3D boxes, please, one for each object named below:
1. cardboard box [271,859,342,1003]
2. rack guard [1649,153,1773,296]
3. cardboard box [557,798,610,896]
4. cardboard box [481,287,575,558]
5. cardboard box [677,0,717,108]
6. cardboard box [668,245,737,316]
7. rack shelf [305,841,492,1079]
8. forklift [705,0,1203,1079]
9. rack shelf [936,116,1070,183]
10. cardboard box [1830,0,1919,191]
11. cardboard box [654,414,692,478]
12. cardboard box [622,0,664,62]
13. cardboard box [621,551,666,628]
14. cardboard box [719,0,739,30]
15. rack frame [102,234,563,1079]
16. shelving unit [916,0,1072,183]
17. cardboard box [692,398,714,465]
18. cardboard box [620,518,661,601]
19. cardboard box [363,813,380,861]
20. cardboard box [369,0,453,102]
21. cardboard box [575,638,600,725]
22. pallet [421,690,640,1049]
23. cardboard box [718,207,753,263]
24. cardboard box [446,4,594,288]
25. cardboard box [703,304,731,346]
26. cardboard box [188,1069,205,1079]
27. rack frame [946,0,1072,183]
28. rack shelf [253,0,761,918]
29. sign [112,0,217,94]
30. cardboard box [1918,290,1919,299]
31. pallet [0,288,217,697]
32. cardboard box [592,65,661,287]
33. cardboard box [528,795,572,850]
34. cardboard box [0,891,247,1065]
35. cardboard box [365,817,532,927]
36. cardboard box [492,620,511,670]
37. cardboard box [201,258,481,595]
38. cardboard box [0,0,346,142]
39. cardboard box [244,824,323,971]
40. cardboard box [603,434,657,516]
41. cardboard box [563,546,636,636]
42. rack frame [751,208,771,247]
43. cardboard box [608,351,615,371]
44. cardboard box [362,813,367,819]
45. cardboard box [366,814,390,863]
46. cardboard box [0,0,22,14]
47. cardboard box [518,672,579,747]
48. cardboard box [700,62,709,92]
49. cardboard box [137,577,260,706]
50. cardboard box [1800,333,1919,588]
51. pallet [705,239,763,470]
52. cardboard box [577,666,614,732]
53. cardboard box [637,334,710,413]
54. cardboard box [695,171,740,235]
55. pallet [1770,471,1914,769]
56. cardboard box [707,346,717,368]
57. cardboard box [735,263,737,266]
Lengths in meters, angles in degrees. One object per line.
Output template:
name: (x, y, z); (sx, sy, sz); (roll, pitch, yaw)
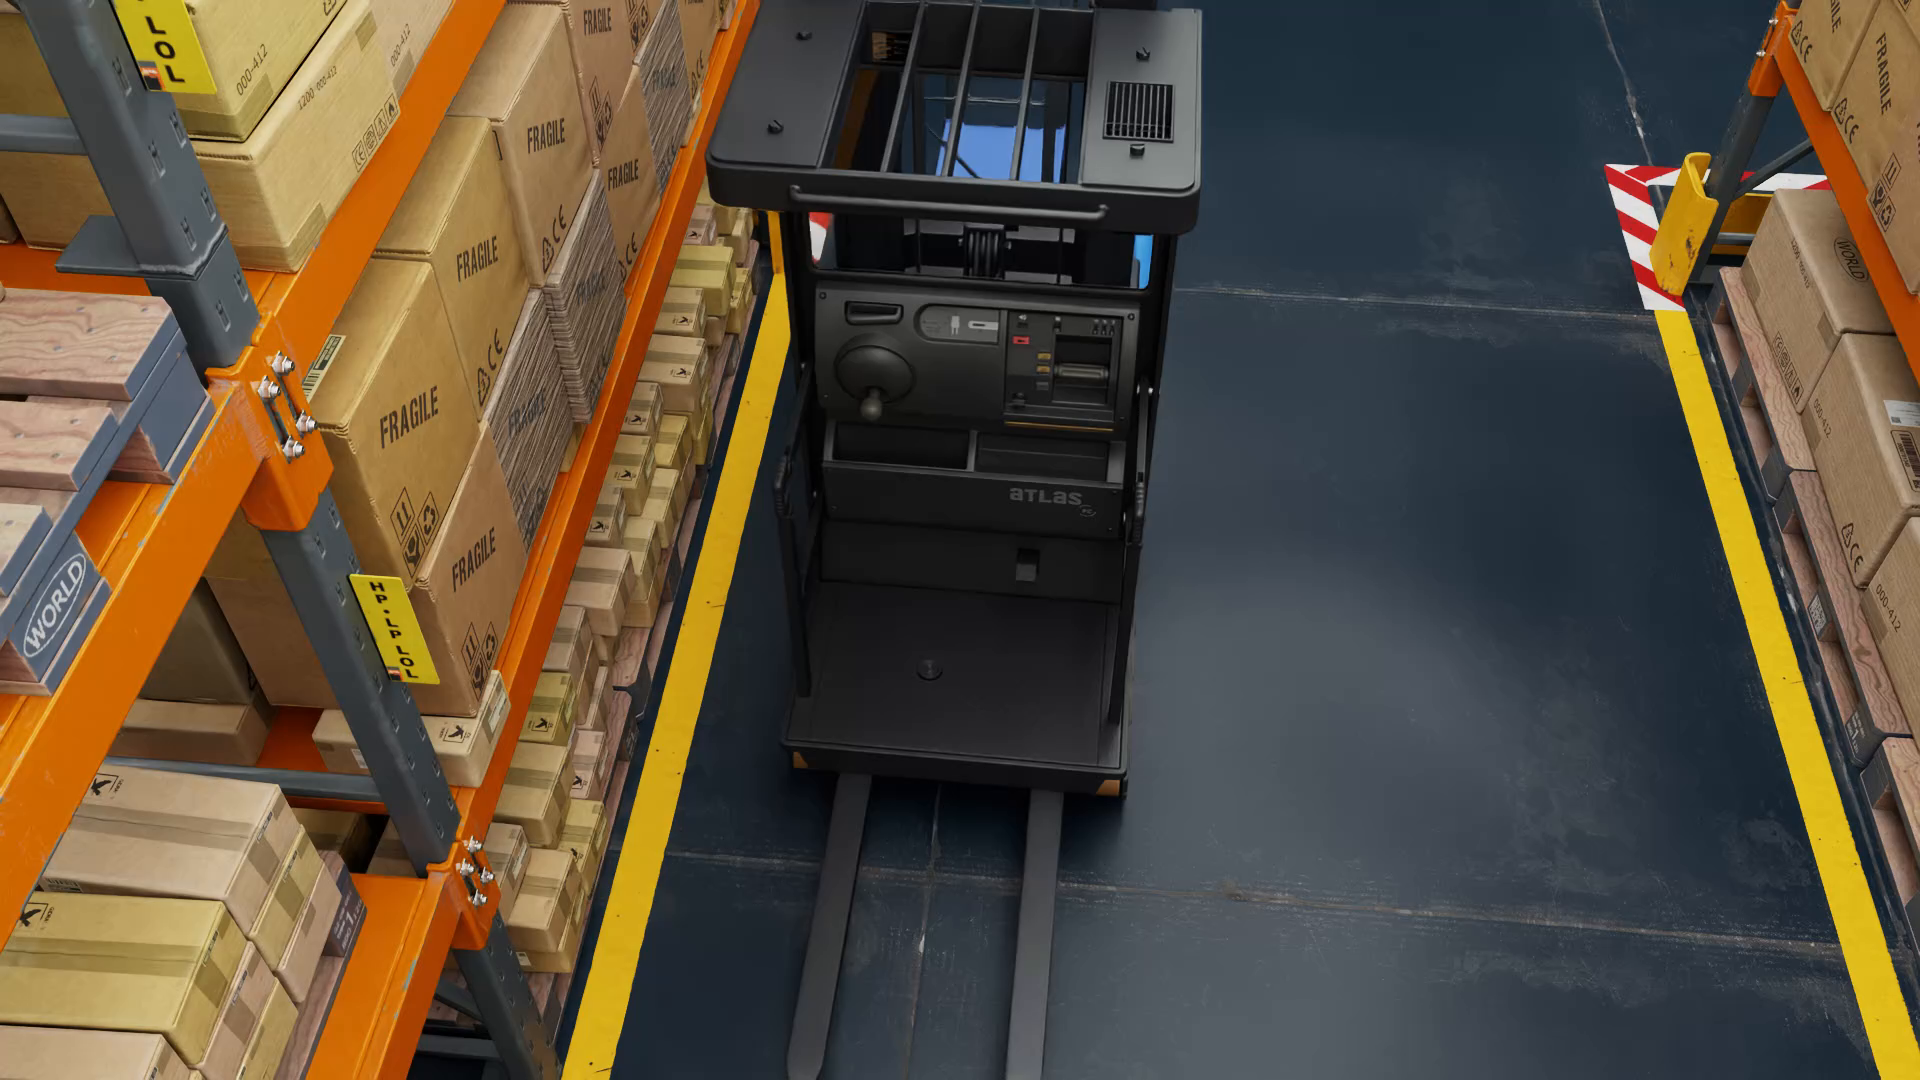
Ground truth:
cardboard box: (-1.500, 0.784, 3.386); (0.380, 0.149, 0.250); (3, 48, 3)
rack guard: (3.644, -1.319, 7.118); (1.175, 0.500, 0.348); (4, 48, 4)
cardboard box: (-1.284, 0.914, 5.028); (0.380, 0.149, 0.250); (5, 48, 5)
cardboard box: (-1.327, -0.310, 4.231); (0.500, 0.500, 0.500); (4, 48, 4)
cardboard box: (-1.133, -1.813, 5.606); (0.500, 0.500, 0.500); (3, 48, 3)
cardboard box: (-1.070, -0.999, 6.375); (0.380, 0.149, 0.250); (3, 48, 3)
rack shelf: (-1.844, 2.248, 2.649); (1.077, 0.370, 4.000); (4, 48, 4)
forklift: (0.023, -0.420, 4.648); (1.130, 2.935, 3.031); (5, 48, 4)
rack shelf: (0.139, -1.331, 6.694); (0.538, 0.185, 1.000); (5, 48, 4)
cardboard box: (3.294, -1.472, 5.496); (0.500, 0.500, 0.500); (3, 48, 3)
cardboard box: (-1.182, -0.326, 5.962); (0.380, 0.149, 0.250); (6, 48, 5)
cardboard box: (-1.175, -1.768, 4.887); (0.500, 0.500, 0.500); (6, 48, 5)
cardboard box: (-1.230, 0.154, 5.724); (0.380, 0.149, 0.250); (3, 48, 2)
cardboard box: (-1.045, -2.061, 6.272); (0.380, 0.149, 0.250); (4, 48, 4)
rack frame: (-1.661, 0.535, 3.728); (1.000, 3.000, 0.127); (4, 48, 4)
shelving unit: (0.139, -1.452, 6.562); (0.538, 1.500, 1.048); (5, 48, 4)
cardboard box: (-1.140, -0.425, 6.253); (0.380, 0.149, 0.250); (2, 48, 2)
cardboard box: (-1.227, 0.057, 5.611); (0.380, 0.149, 0.250); (4, 48, 3)
cardboard box: (-1.937, 0.803, 4.929); (0.380, 0.149, 0.250); (2, 48, 2)
cardboard box: (-1.320, -1.118, 3.308); (0.500, 0.250, 0.500); (3, 48, 3)
cardboard box: (-1.362, 0.439, 5.262); (0.380, 0.149, 0.250); (2, 48, 2)
pallet: (-1.635, 0.981, 5.210); (1.003, 0.211, 1.213); (4, 48, 4)
cardboard box: (-1.061, -1.277, 6.831); (0.380, 0.149, 0.250); (3, 48, 2)
cardboard box: (-1.269, -1.002, 4.186); (0.500, 0.500, 0.500); (5, 48, 4)
cardboard box: (-1.106, -0.895, 6.482); (0.380, 0.149, 0.250); (2, 48, 2)
cardboard box: (-1.549, 1.059, 2.932); (0.380, 0.149, 0.250); (6, 48, 5)
rack frame: (0.193, -1.825, 6.903); (0.500, 1.500, 0.032); (5, 48, 4)
rack shelf: (-1.479, -0.692, 5.337); (1.077, 0.370, 4.000); (4, 48, 4)
sign: (-1.108, -0.750, 2.253); (0.100, 0.325, 0.005); (4, 48, 4)
cardboard box: (3.201, -0.730, 4.817); (0.500, 0.500, 0.500); (5, 48, 5)
pallet: (-1.824, 0.033, 2.282); (1.213, 0.211, 1.003); (4, 48, 4)
cardboard box: (-1.226, -1.074, 4.930); (0.500, 0.500, 0.500); (6, 48, 5)
cardboard box: (-1.376, 0.819, 4.914); (0.380, 0.149, 0.250); (4, 48, 4)
cardboard box: (-1.527, 0.783, 2.983); (0.380, 0.149, 0.250); (3, 48, 2)
cardboard box: (-1.424, 0.916, 4.624); (0.380, 0.149, 0.250); (6, 48, 5)
cardboard box: (-1.360, 0.239, 4.169); (0.380, 0.149, 0.250); (5, 48, 5)
cardboard box: (-1.377, -0.251, 3.500); (0.500, 0.500, 0.500); (5, 48, 4)
cardboard box: (-1.378, -0.933, 2.800); (0.500, 0.250, 0.500); (5, 48, 5)
cardboard box: (-1.501, 0.684, 3.276); (0.380, 0.149, 0.250); (5, 48, 5)
cardboard box: (-1.256, -0.231, 5.673); (0.380, 0.149, 0.250); (4, 48, 4)
cardboard box: (-1.260, 0.153, 5.321); (0.380, 0.149, 0.250); (5, 48, 4)
rack frame: (-1.297, -2.404, 6.416); (1.000, 3.000, 0.127); (4, 48, 4)
cardboard box: (-1.238, -0.537, 4.879); (0.380, 0.149, 0.250); (6, 48, 5)
cardboard box: (-1.904, 0.686, 4.834); (0.380, 0.149, 0.250); (4, 48, 4)
cardboard box: (-1.858, 0.859, 5.079); (0.380, 0.149, 0.250); (5, 48, 5)
cardboard box: (-1.394, -0.927, 2.525); (0.380, 0.149, 0.250); (3, 48, 3)
cardboard box: (-1.365, 0.528, 4.978); (0.380, 0.149, 0.250); (3, 48, 3)
cardboard box: (-1.113, -1.695, 5.938); (0.380, 0.149, 0.250); (3, 48, 3)
cardboard box: (-1.899, 0.027, 3.923); (0.500, 0.500, 0.500); (4, 48, 4)
cardboard box: (3.606, -0.258, 5.905); (0.875, 0.438, 0.875); (5, 48, 5)
pallet: (-1.413, -0.812, 6.850); (1.003, 0.211, 1.213); (4, 48, 4)
cardboard box: (-1.340, 0.538, 5.372); (0.380, 0.149, 0.250); (3, 48, 3)
cardboard box: (-1.126, -0.612, 6.021); (0.380, 0.149, 0.250); (5, 48, 5)
cardboard box: (-1.093, -1.378, 6.722); (0.380, 0.149, 0.250); (4, 48, 4)
pallet: (3.533, 0.283, 5.849); (1.003, 0.211, 1.213); (4, 48, 4)
cardboard box: (-1.169, -0.799, 6.595); (0.380, 0.149, 0.250); (4, 48, 3)
cardboard box: (-1.137, -1.183, 6.946); (0.380, 0.149, 0.250); (5, 48, 4)
